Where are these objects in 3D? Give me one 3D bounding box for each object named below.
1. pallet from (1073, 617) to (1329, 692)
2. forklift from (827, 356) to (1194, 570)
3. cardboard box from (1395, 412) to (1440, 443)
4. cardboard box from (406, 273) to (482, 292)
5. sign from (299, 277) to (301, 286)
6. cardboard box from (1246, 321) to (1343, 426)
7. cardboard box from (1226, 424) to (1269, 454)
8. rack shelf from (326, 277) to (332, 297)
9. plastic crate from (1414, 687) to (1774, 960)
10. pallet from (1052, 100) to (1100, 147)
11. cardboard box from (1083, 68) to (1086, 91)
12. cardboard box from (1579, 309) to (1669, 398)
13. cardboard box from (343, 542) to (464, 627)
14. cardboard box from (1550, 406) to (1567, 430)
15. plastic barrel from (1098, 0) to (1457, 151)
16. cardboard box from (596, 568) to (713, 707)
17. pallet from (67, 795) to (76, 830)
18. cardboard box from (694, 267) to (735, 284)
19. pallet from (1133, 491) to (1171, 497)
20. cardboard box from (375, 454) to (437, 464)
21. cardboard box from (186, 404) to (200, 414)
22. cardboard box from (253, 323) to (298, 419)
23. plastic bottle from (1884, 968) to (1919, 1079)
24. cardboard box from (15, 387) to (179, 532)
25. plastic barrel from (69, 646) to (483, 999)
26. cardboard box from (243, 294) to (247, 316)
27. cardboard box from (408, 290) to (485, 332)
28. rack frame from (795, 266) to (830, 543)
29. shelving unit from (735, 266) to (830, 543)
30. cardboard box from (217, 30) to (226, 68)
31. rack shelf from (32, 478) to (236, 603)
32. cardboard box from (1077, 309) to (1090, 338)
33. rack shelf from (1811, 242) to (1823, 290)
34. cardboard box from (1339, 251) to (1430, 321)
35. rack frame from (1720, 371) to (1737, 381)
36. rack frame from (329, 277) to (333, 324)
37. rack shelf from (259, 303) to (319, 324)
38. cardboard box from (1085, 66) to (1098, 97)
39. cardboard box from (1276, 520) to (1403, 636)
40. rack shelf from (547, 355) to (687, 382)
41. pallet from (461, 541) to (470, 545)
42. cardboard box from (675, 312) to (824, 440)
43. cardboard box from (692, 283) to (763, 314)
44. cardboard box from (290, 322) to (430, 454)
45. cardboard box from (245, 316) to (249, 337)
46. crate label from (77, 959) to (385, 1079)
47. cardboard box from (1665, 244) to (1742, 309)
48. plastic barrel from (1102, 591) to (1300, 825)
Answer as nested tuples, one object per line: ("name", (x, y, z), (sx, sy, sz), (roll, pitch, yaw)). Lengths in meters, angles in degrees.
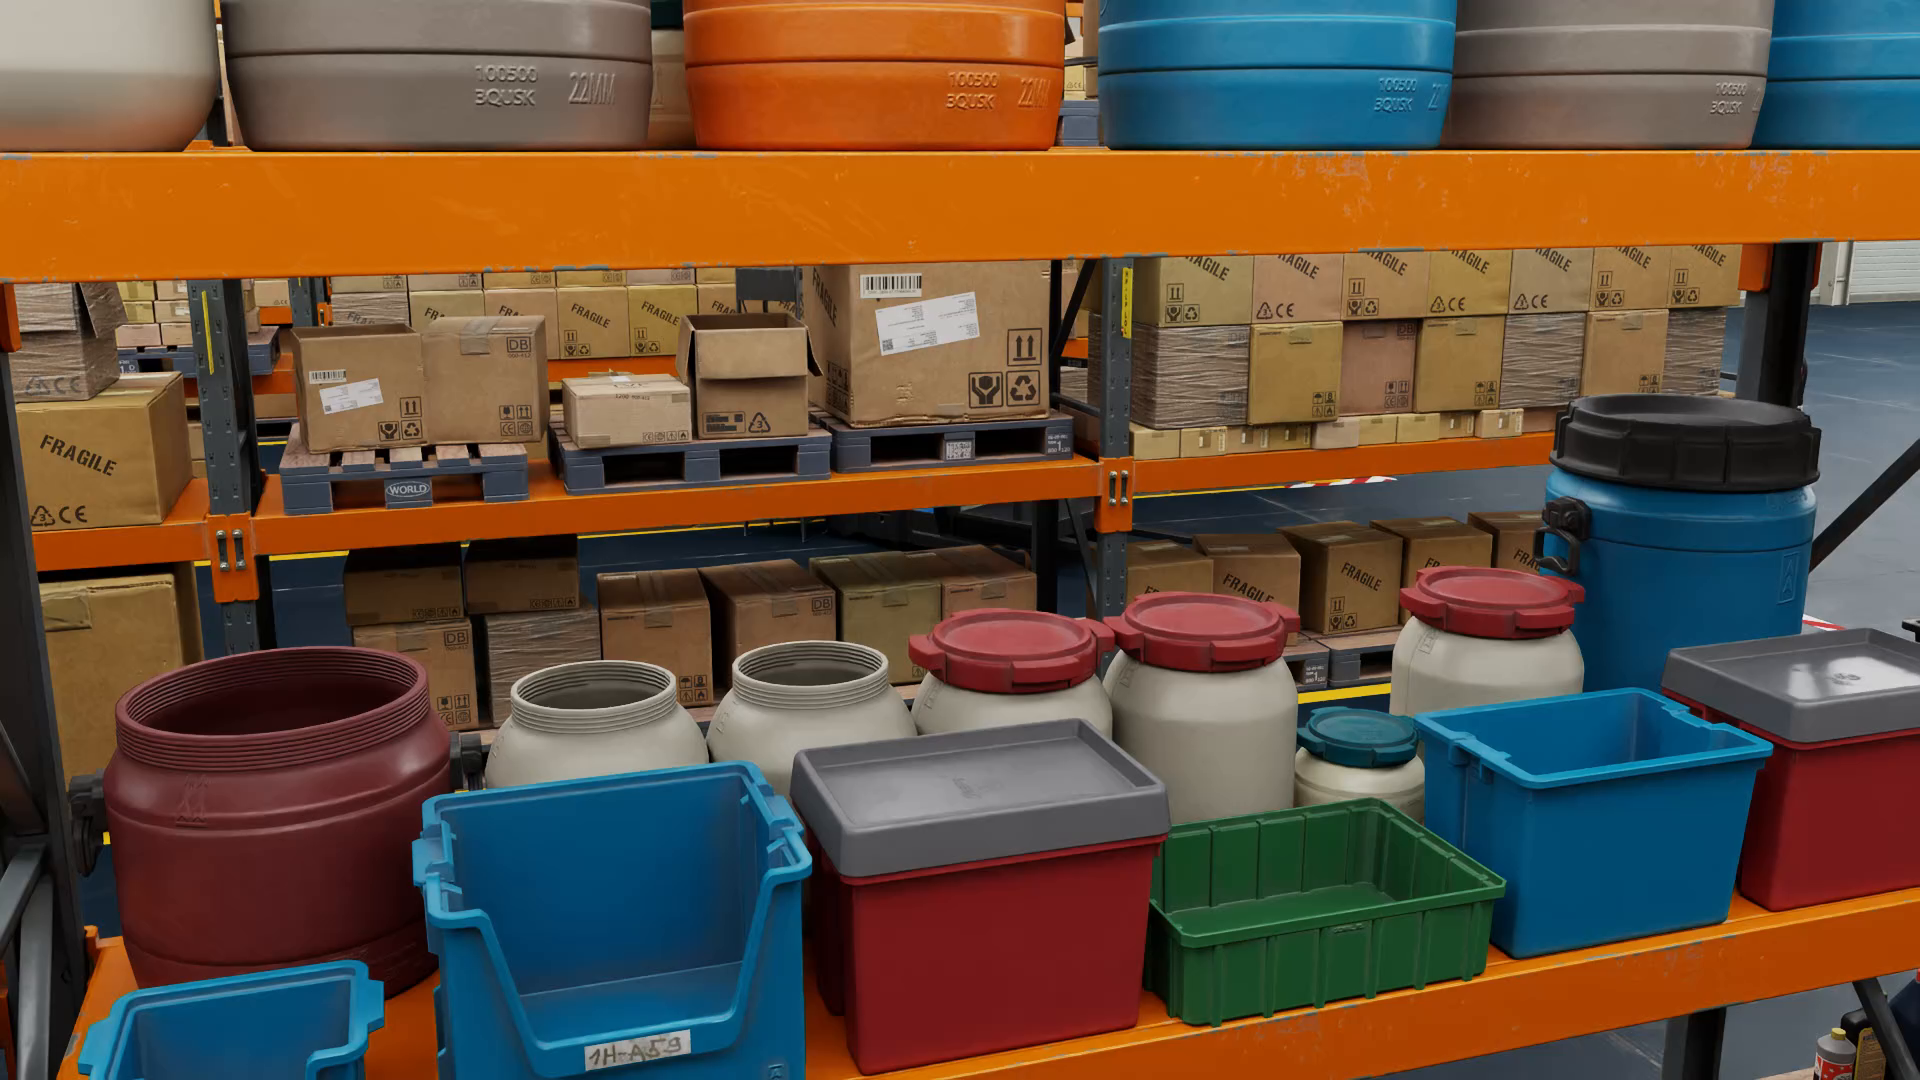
("pallet", (1.235, 0.619, 9.086), (1.213, 0.211, 1.003), (-4, 14, -18))
("forklift", (0.488, -1.336, 11.426), (3.031, 2.935, 1.130), (10, 17, 37))
("cardboard box", (2.327, -0.622, 8.819), (0.250, 0.149, 0.380), (-4, 14, -18))
("cardboard box", (-3.760, -2.084, 12.047), (0.500, 0.500, 0.700), (-5, 14, -19))
("sign", (-4.485, -1.887, 11.264), (0.005, 0.325, 0.100), (-4, 14, -18))
("cardboard box", (1.541, -0.923, 8.682), (0.500, 0.500, 0.875), (-4, 14, -18))
("cardboard box", (1.379, -0.549, 8.510), (0.250, 0.149, 0.380), (-4, 14, -18))
("rack shelf", (-9.824, -3.150, 20.457), (4.000, 0.370, 1.077), (-4, 14, -18))
("plastic crate", (1.243, 0.563, 3.328), (0.575, 0.384, 0.392), (-4, 14, -18))
("pallet", (-0.009, -2.026, 8.104), (1.003, 0.211, 1.213), (-4, 14, -18))
("cardboard box", (1.112, -3.647, 13.069), (0.500, 0.250, 0.500), (-4, 14, -18))
("cardboard box", (3.435, -1.072, 9.307), (0.500, 0.500, 0.875), (-4, 14, -18))
("cardboard box", (-2.556, 0.196, 7.669), (0.500, 0.250, 0.500), (-4, 14, -16))
("cardboard box", (3.247, -0.715, 9.209), (0.250, 0.149, 0.380), (-4, 14, -18))
("plastic barrel", (0.537, -1.116, 2.787), (0.708, 0.901, 0.600), (-4, 14, -18))
("cardboard box", (-1.496, 0.476, 8.112), (0.500, 0.500, 0.700), (-3, 14, -13))
("pallet", (-3.953, 1.013, 7.429), (1.213, 0.211, 1.003), (-4, 14, -18))
("cardboard box", (-1.832, -2.235, 12.679), (0.500, 0.500, 0.700), (-5, 14, -19))
("pallet", (1.028, -0.549, 13.996), (1.213, 0.211, 1.003), (-4, 14, -18))
("cardboard box", (-4.062, -0.616, 12.204), (0.750, 0.750, 1.050), (-5, 14, -19))
("cardboard box", (-5.398, -0.836, 12.049), (0.500, 0.250, 0.500), (-5, 14, -21))
("cardboard box", (-7.023, -1.697, 16.479), (0.875, 0.875, 0.875), (-5, 14, -19))
("plastic bottle", (2.708, 1.369, 4.677), (0.185, 0.351, 0.144), (-5, 14, -20))
("cardboard box", (-3.570, -0.343, 6.888), (0.500, 0.500, 0.500), (-4, 14, -16))
("plastic barrel", (-1.258, 0.534, 3.122), (0.708, 0.536, 0.600), (-4, 14, -18))
("cardboard box", (-4.990, -1.571, 11.259), (0.250, 0.149, 0.380), (-4, 14, -17))
("cardboard box", (-3.675, -1.542, 11.925), (0.500, 0.500, 0.500), (-5, 14, -19))
("rack frame", (-1.058, -1.040, 11.969), (0.015, 2.100, 0.400), (6, 15, 23))
("shelving unit", (-1.281, -1.063, 12.066), (0.503, 2.100, 0.431), (6, 15, 23))
("cardboard box", (-4.968, -3.274, 11.074), (0.258, 0.266, 0.396), (-4, 14, -18))
("rack shelf", (-5.077, 0.112, 6.744), (4.000, 0.370, 1.077), (-4, 14, -18))
("cardboard box", (1.003, -2.000, 13.743), (0.500, 0.550, 0.875), (-4, 14, -18))
("rack shelf", (4.085, -0.851, 4.312), (4.000, 0.370, 1.077), (-4, 14, -18))
("cardboard box", (2.065, -1.412, 8.577), (0.500, 0.500, 0.500), (-4, 14, -18))
("rack frame", (4.401, -0.976, 9.764), (0.127, 3.000, 1.000), (-4, 14, -18))
("rack frame", (-7.929, -3.647, 20.995), (0.127, 3.000, 1.000), (-4, 14, -18))
("rack shelf", (-8.238, -2.061, 15.882), (4.000, 0.370, 1.077), (-4, 14, -18))
("cardboard box", (0.826, -2.348, 8.514), (0.250, 0.149, 0.380), (-4, 14, -16))
("cardboard box", (2.105, 0.203, 9.300), (0.500, 0.500, 0.500), (-6, 15, -23))
("rack shelf", (-2.772, -1.278, 12.590), (4.000, 0.370, 1.077), (-4, 14, -18))
("pallet", (-3.896, -0.166, 12.384), (1.213, 0.211, 1.003), (-4, 14, -18))
("cardboard box", (-1.004, -0.787, 7.839), (0.637, 0.503, 0.797), (-3, 14, -12))
("cardboard box", (-1.765, -1.690, 12.551), (0.500, 0.500, 0.500), (-5, 14, -19))
("cardboard box", (-2.682, -0.687, 7.426), (0.500, 0.500, 0.500), (-6, 15, -25))
("cardboard box", (-4.988, -1.426, 11.290), (0.250, 0.149, 0.380), (-4, 14, -17))
("crate label", (-1.083, 0.833, 2.519), (0.416, 0.233, 0.303), (-4, 14, -18))
("cardboard box", (3.958, -1.561, 9.204), (0.500, 0.500, 0.500), (-4, 14, -18))
("plastic barrel", (0.517, 0.416, 3.618), (0.433, 0.535, 0.433), (0, 13, 0))
